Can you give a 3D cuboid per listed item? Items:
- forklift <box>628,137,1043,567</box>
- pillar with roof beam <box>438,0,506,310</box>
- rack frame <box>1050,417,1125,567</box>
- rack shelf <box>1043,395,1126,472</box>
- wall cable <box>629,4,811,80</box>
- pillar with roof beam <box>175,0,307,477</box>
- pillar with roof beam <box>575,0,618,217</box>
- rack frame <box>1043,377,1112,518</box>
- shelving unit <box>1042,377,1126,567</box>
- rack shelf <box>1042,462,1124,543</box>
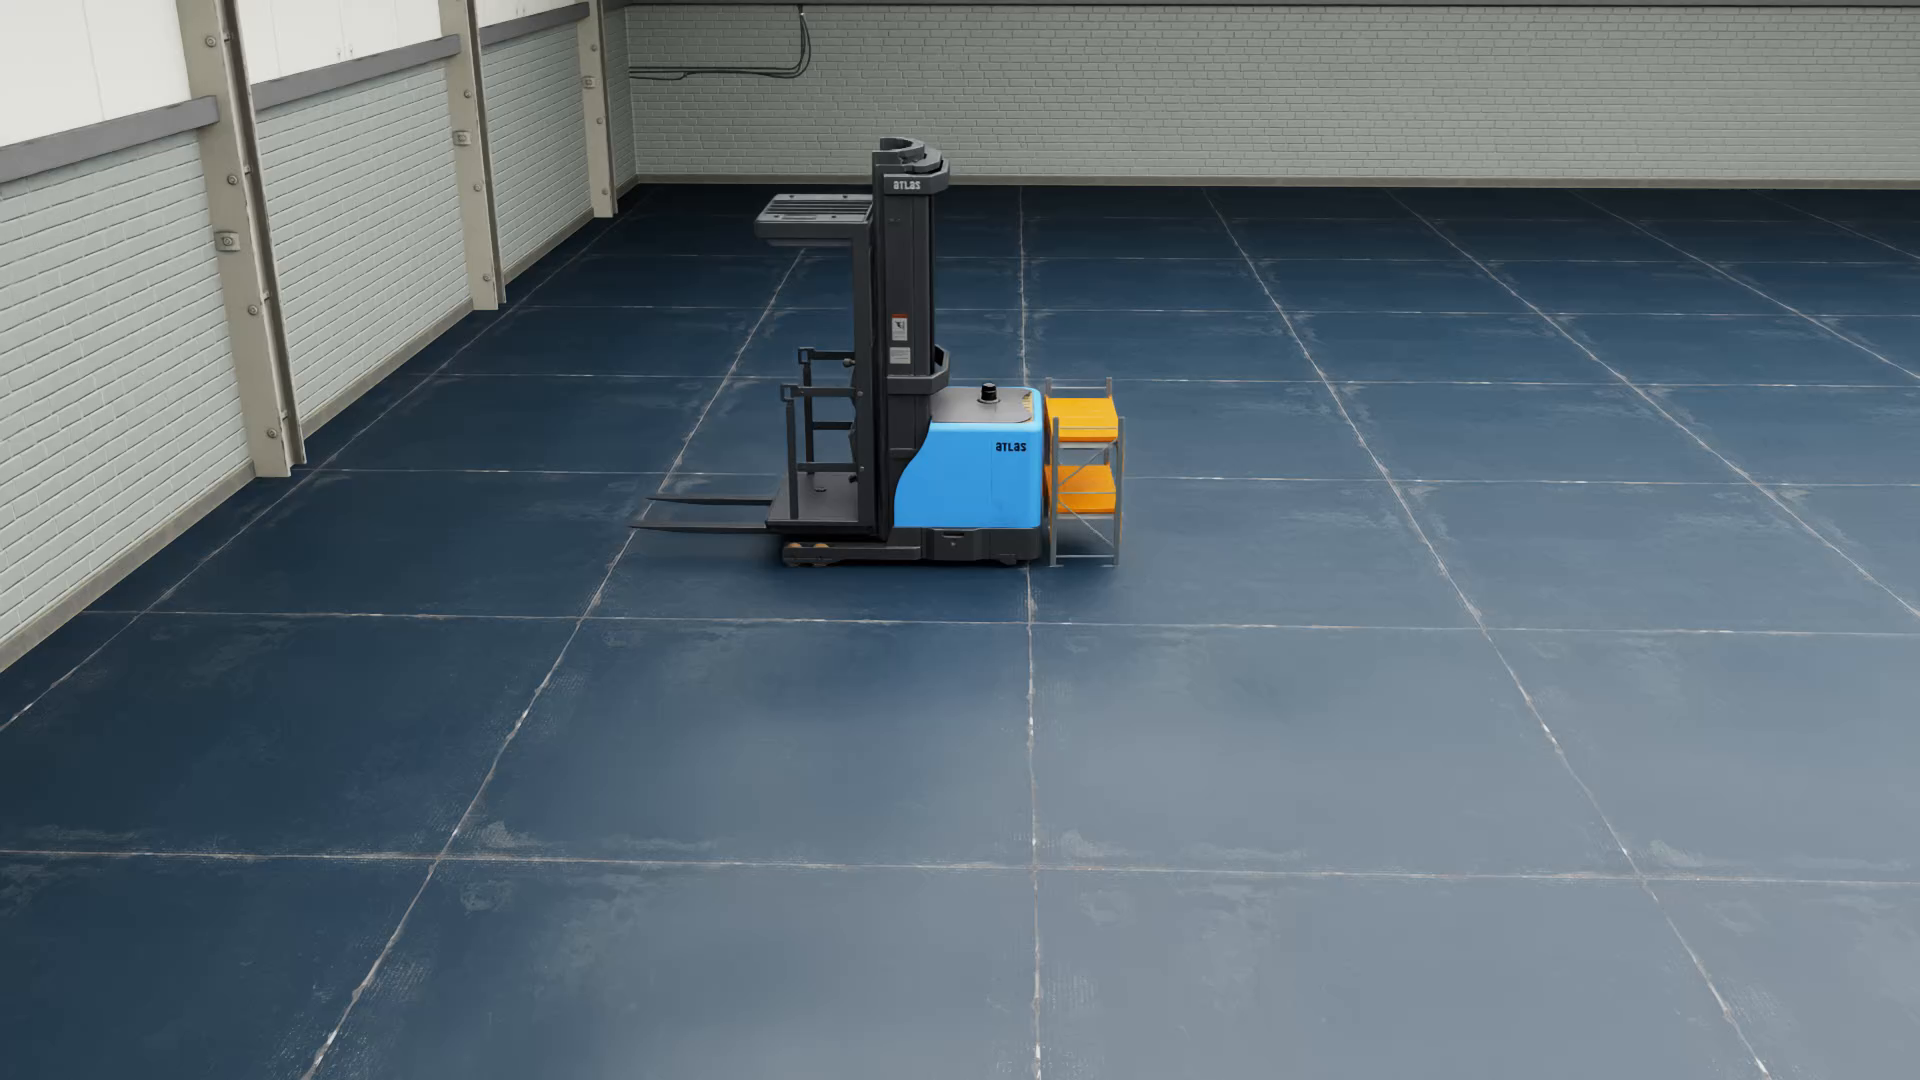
[{"bbox_3d":[-0.906,-1.363,11.989,3.031,2.935,1.130,1,21,2],"label":"forklift"},{"bbox_3d":[-1.271,-6.916,17.914,9.100,9.000,0.400,1,21,2],"label":"pillar with roof beam"},{"bbox_3d":[0.902,-0.333,11.832,0.500,1.125,0.032,0,21,0],"label":"rack frame"},{"bbox_3d":[0.901,-0.790,12.200,0.538,0.278,1.000,0,21,0],"label":"rack shelf"},{"bbox_3d":[-3.980,-8.736,26.896,3.097,2.526,0.112,1,21,2],"label":"wall cable"},{"bbox_3d":[-1.454,-4.747,12.323,9.100,9.000,0.400,1,21,2],"label":"pillar with roof beam"},{"bbox_3d":[-1.089,-9.086,23.505,9.100,9.000,0.400,1,21,2],"label":"pillar with roof beam"},{"bbox_3d":[0.899,-0.701,12.780,0.500,1.125,0.032,0,21,0],"label":"rack frame"},{"bbox_3d":[0.900,-0.517,12.306,0.538,1.125,1.048,0,21,0],"label":"shelving unit"},{"bbox_3d":[0.900,-0.289,12.394,0.538,0.278,1.000,0,21,0],"label":"rack shelf"}]
